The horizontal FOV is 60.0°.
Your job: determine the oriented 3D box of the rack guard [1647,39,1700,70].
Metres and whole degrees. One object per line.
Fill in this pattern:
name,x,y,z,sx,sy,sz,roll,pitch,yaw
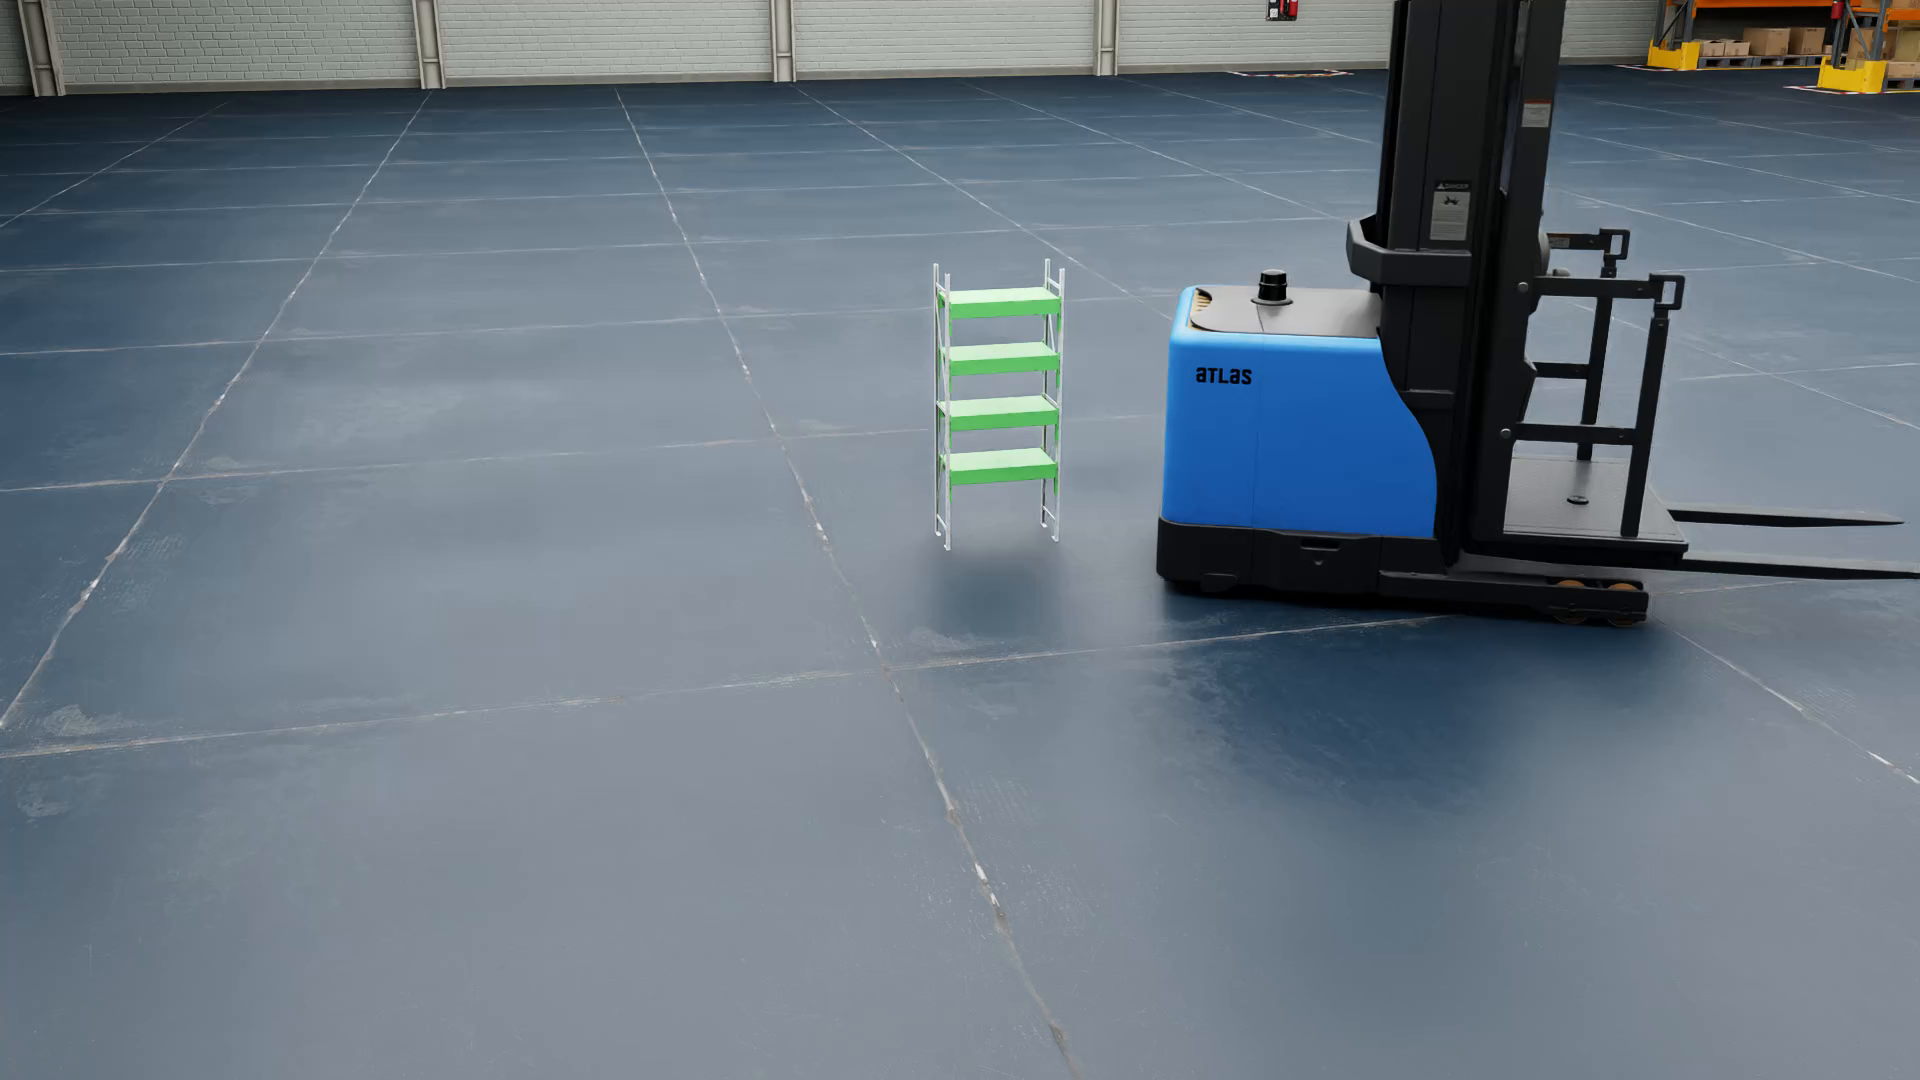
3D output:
rack guard,13.968,-9.515,32.564,0.348,0.500,1.175,-5,21,-12

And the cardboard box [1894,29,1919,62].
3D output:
cardboard box,16.097,-8.292,27.886,0.500,0.500,0.500,-5,21,-12

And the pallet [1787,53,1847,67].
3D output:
pallet,17.142,-9.625,33.284,1.213,0.211,1.003,-5,21,-12

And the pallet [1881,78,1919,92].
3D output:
pallet,15.773,-7.790,28.275,1.213,0.211,1.003,-5,21,-12

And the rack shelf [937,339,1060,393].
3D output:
rack shelf,0.161,-0.742,7.083,0.480,0.148,0.258,-5,21,-12

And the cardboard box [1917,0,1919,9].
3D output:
cardboard box,16.005,-9.148,27.781,0.500,0.500,0.700,-4,21,-11

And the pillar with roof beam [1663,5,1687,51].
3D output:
pillar with roof beam,15.367,-12.404,28.093,0.400,9.000,9.100,-5,21,-12

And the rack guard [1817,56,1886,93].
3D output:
rack guard,15.015,-7.849,28.016,0.348,0.500,1.175,-5,21,-12

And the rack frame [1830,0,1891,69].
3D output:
rack frame,15.038,-9.025,27.591,0.127,3.000,1.000,-5,21,-12

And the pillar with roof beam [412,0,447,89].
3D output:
pillar with roof beam,-7.989,-10.504,22.907,0.400,9.000,9.100,-5,21,-12

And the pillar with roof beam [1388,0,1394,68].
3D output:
pillar with roof beam,9.528,-11.929,26.797,0.400,9.000,9.100,-5,21,-12

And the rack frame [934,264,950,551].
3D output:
rack frame,-0.076,-0.557,7.091,0.015,1.200,0.240,-5,21,-12

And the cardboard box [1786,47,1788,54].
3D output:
cardboard box,16.226,-9.748,33.069,0.250,0.149,0.380,-6,21,-17

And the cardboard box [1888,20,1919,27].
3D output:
cardboard box,18.927,-10.484,33.479,0.500,0.250,0.500,-5,21,-14

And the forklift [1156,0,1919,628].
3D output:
forklift,2.363,-1.238,6.432,3.031,2.935,1.130,3,20,9

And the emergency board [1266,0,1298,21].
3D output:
emergency board,6.124,-10.370,31.263,0.643,1.169,0.194,-5,21,-12

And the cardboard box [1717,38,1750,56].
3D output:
cardboard box,15.143,-9.697,32.694,0.500,0.311,0.500,-3,20,-8

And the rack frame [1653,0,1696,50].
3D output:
rack frame,13.894,-10.683,32.117,0.127,3.000,1.000,-5,21,-12

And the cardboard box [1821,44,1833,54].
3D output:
cardboard box,17.273,-9.823,33.250,0.250,0.166,0.380,-7,21,-20

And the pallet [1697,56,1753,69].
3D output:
pallet,14.767,-9.432,32.756,1.213,0.211,1.003,-5,21,-12

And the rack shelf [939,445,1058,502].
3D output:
rack shelf,0.161,-0.291,7.249,0.480,0.148,0.258,-5,21,-12

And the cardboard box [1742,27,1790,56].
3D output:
cardboard box,15.869,-9.827,32.775,0.500,0.500,0.700,-6,21,-16

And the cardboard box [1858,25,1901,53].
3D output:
cardboard box,18.500,-10.096,33.510,0.500,0.500,0.700,-4,20,-11

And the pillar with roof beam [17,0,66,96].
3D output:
pillar with roof beam,-13.828,-10.029,21.611,0.400,9.000,9.100,-5,21,-12

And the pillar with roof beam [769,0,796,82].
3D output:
pillar with roof beam,-2.150,-10.979,24.204,0.400,9.000,9.100,-5,21,-12

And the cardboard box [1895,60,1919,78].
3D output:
cardboard box,16.097,-7.940,28.016,0.500,0.250,0.500,-5,21,-12

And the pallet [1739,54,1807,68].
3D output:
pallet,15.952,-9.527,33.017,1.213,0.211,1.003,-5,21,-12

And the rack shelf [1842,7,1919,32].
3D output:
rack shelf,16.984,-8.846,28.147,4.000,0.370,1.077,-5,21,-12

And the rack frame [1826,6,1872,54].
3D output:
rack frame,17.787,-11.000,32.981,0.127,3.000,1.000,-5,21,-12

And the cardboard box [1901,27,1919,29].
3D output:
cardboard box,16.461,-8.509,28.480,0.500,0.500,0.500,-5,21,-12

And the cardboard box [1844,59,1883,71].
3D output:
cardboard box,15.492,-8.073,28.378,0.500,0.250,0.500,-5,21,-12

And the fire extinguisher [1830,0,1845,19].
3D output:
fire extinguisher,14.816,-9.135,28.004,0.183,0.674,0.296,-5,21,-12

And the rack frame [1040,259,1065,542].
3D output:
rack frame,0.399,-0.596,7.197,0.015,1.200,0.240,-5,21,-12

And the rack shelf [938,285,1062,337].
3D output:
rack shelf,0.161,-0.967,7.001,0.480,0.148,0.258,-5,21,-12

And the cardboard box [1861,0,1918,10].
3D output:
cardboard box,15.495,-9.105,27.663,0.500,0.500,0.700,-5,21,-12

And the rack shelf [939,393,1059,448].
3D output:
rack shelf,0.161,-0.516,7.166,0.480,0.148,0.258,-5,21,-12

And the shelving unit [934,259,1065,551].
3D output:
shelving unit,0.161,-0.576,7.144,0.503,1.200,0.258,-5,21,-12

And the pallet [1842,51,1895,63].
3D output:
pallet,18.544,-9.752,33.631,1.213,0.211,1.003,-5,21,-12

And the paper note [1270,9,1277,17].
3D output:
paper note,5.936,-9.966,31.440,0.142,0.148,0.016,-5,21,-12

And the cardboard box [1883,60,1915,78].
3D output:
cardboard box,15.611,-7.899,27.905,0.500,0.250,0.500,-5,21,-12

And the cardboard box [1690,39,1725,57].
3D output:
cardboard box,14.588,-9.652,32.571,0.500,0.311,0.500,-7,21,-19

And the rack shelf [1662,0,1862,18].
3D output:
rack shelf,15.841,-10.504,32.673,4.000,0.370,1.077,-5,21,-12

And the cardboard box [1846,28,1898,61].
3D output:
cardboard box,15.491,-8.425,28.251,0.500,0.500,0.500,-5,21,-12

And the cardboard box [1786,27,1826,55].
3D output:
cardboard box,16.786,-9.937,33.075,0.500,0.500,0.500,-6,21,-17

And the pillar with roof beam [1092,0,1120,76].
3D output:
pillar with roof beam,3.689,-11.454,25.500,0.400,9.000,9.100,-5,21,-12

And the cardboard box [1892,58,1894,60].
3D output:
cardboard box,15.976,-8.116,28.497,0.500,0.250,0.500,-5,21,-12
